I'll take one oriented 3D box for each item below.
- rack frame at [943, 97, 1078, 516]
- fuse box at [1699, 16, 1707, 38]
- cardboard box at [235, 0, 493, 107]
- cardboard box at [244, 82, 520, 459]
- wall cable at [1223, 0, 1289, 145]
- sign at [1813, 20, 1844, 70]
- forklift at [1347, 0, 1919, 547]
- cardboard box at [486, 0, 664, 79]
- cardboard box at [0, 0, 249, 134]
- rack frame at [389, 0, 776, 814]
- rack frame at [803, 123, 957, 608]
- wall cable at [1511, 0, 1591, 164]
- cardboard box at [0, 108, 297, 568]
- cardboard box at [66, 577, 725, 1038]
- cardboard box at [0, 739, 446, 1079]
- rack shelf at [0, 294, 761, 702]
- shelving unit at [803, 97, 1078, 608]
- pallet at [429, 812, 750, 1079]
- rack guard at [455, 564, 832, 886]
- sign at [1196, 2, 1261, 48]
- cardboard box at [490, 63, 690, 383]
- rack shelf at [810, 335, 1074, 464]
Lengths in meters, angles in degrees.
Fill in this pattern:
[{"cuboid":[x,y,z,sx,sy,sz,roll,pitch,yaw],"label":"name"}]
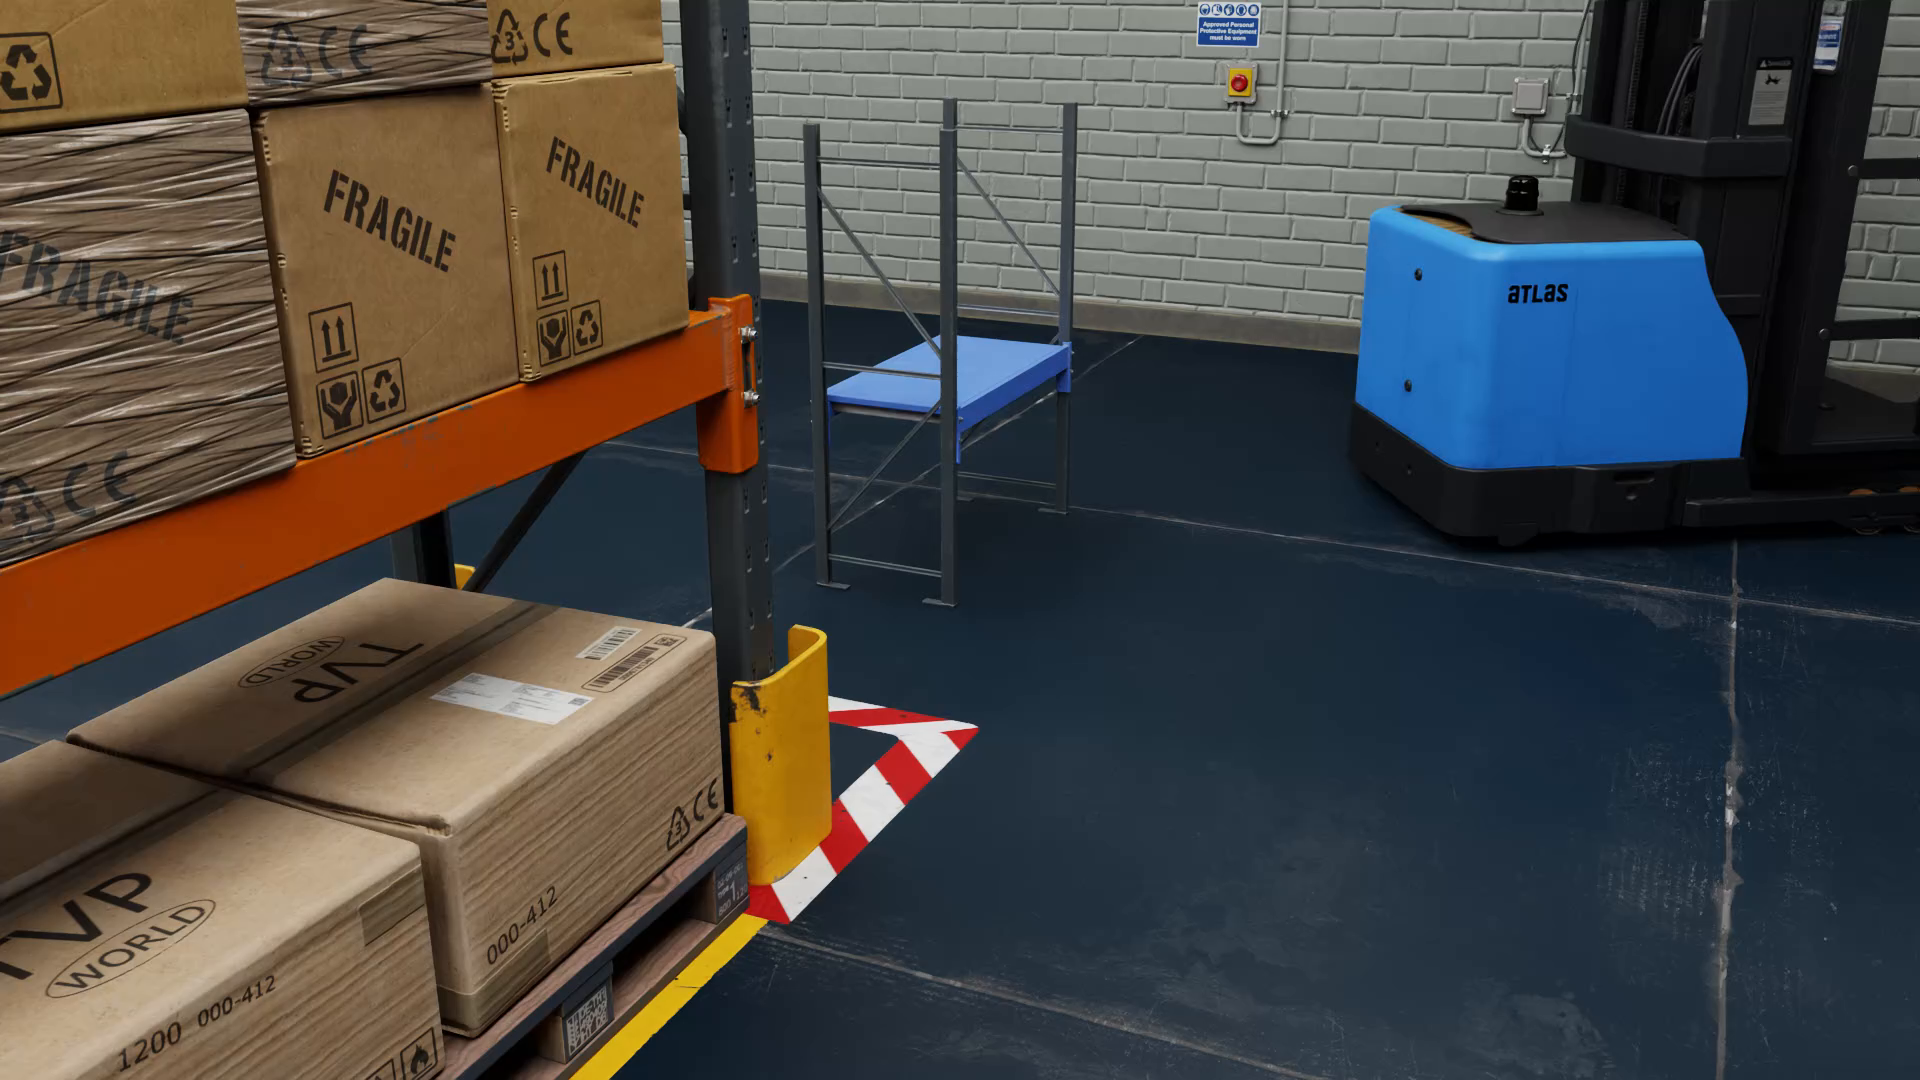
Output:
[{"cuboid":[0.173,-0.836,6.081,0.500,1.500,0.032,9,21,23],"label":"rack frame"},{"cuboid":[3.244,-1.535,7.730,0.539,1.711,0.414,9,21,23],"label":"fuse box"},{"cuboid":[-1.068,-0.922,2.443,0.500,0.500,0.500,9,21,23],"label":"cardboard box"},{"cuboid":[-1.076,-0.460,2.635,0.500,0.500,0.500,8,21,22],"label":"cardboard box"},{"cuboid":[1.387,-2.968,8.275,0.585,1.953,0.123,9,21,23],"label":"wall cable"},{"cuboid":[3.779,-2.092,7.518,0.329,0.494,0.001,9,21,23],"label":"sign"},{"cuboid":[3.113,-1.570,6.009,3.031,2.935,1.130,-3,20,-8],"label":"forklift"},{"cuboid":[-0.881,-1.086,2.904,0.500,0.500,0.500,9,22,24],"label":"cardboard box"},{"cuboid":[-1.274,-0.771,2.019,0.500,0.500,0.500,8,21,22],"label":"cardboard box"},{"cuboid":[-0.901,-0.748,3.594,1.000,3.000,0.127,9,21,23],"label":"rack frame"},{"cuboid":[-0.243,-0.525,5.207,0.500,1.500,0.032,9,21,23],"label":"rack frame"},{"cuboid":[2.686,-2.762,7.743,0.588,1.984,0.122,9,21,23],"label":"wall cable"},{"cuboid":[-1.278,-0.301,2.189,0.500,0.500,0.500,9,22,24],"label":"cardboard box"},{"cuboid":[-1.080,0.477,3.348,0.875,0.438,0.875,8,21,21],"label":"cardboard box"},{"cuboid":[-1.447,0.758,2.558,0.875,0.438,0.875,9,22,24],"label":"cardboard box"},{"cuboid":[-1.720,0.203,1.996,1.077,0.370,4.000,9,21,23],"label":"rack shelf"},{"cuboid":[-0.035,-0.681,5.644,0.538,1.500,1.048,9,21,23],"label":"shelving unit"},{"cuboid":[-1.157,0.821,3.344,1.003,0.211,1.213,9,21,23],"label":"pallet"},{"cuboid":[-0.891,0.423,4.034,1.175,0.500,0.348,9,21,23],"label":"rack guard"},{"cuboid":[1.368,-2.627,8.476,0.327,0.218,0.001,9,21,23],"label":"sign"},{"cuboid":[-0.857,-0.611,3.061,0.500,0.500,0.500,9,21,23],"label":"cardboard box"},{"cuboid":[-0.035,-0.511,5.704,0.538,0.185,1.000,9,21,23],"label":"rack shelf"}]
